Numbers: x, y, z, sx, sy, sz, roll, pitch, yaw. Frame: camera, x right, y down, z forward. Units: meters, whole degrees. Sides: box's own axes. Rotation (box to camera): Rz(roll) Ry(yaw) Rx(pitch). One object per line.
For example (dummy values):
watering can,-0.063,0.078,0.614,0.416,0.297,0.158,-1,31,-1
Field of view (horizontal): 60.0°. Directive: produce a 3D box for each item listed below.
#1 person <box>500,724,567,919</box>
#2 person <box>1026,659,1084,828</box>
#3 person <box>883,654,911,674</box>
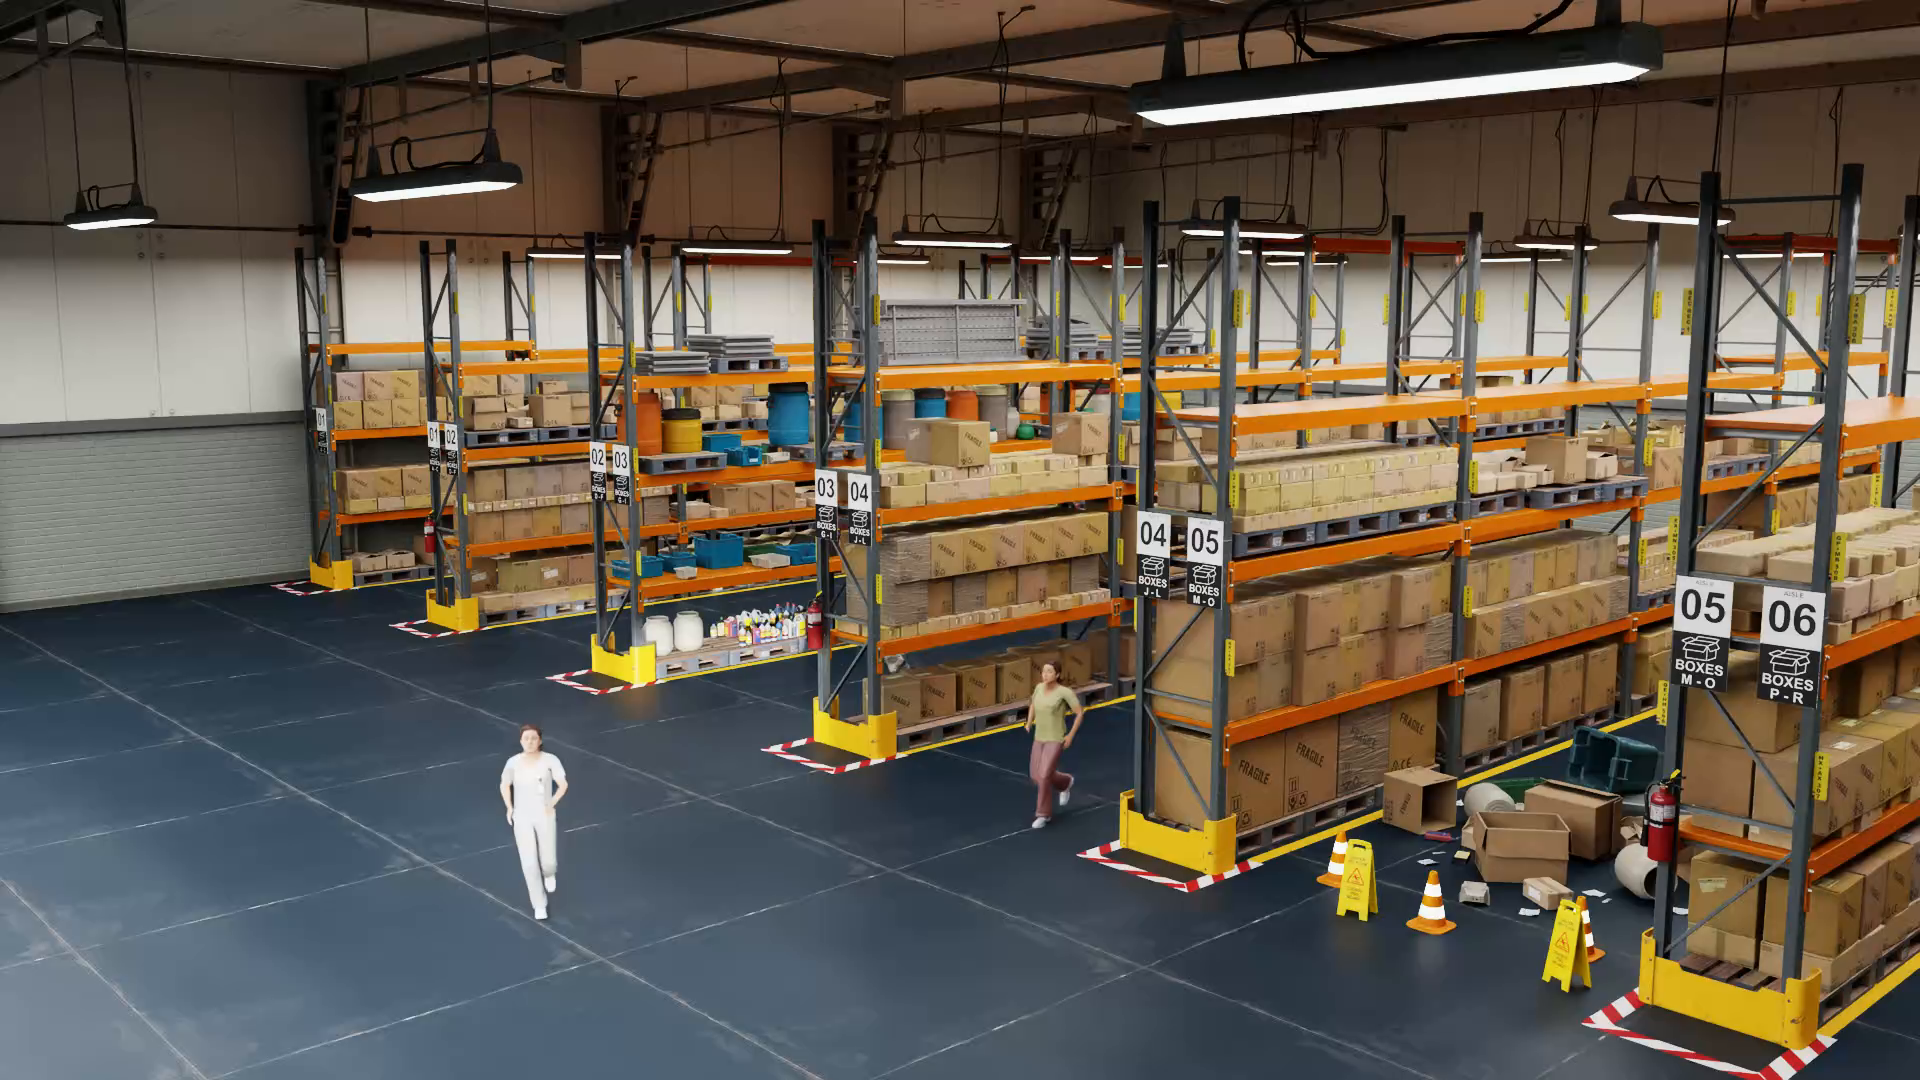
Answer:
person,-3.575,2.327,13.971,0.555,1.626,0.621,-1,8,-9
person,0.917,1.981,16.414,0.614,1.644,0.660,8,11,42
person,-0.930,1.103,21.772,0.661,1.746,0.573,8,12,44
